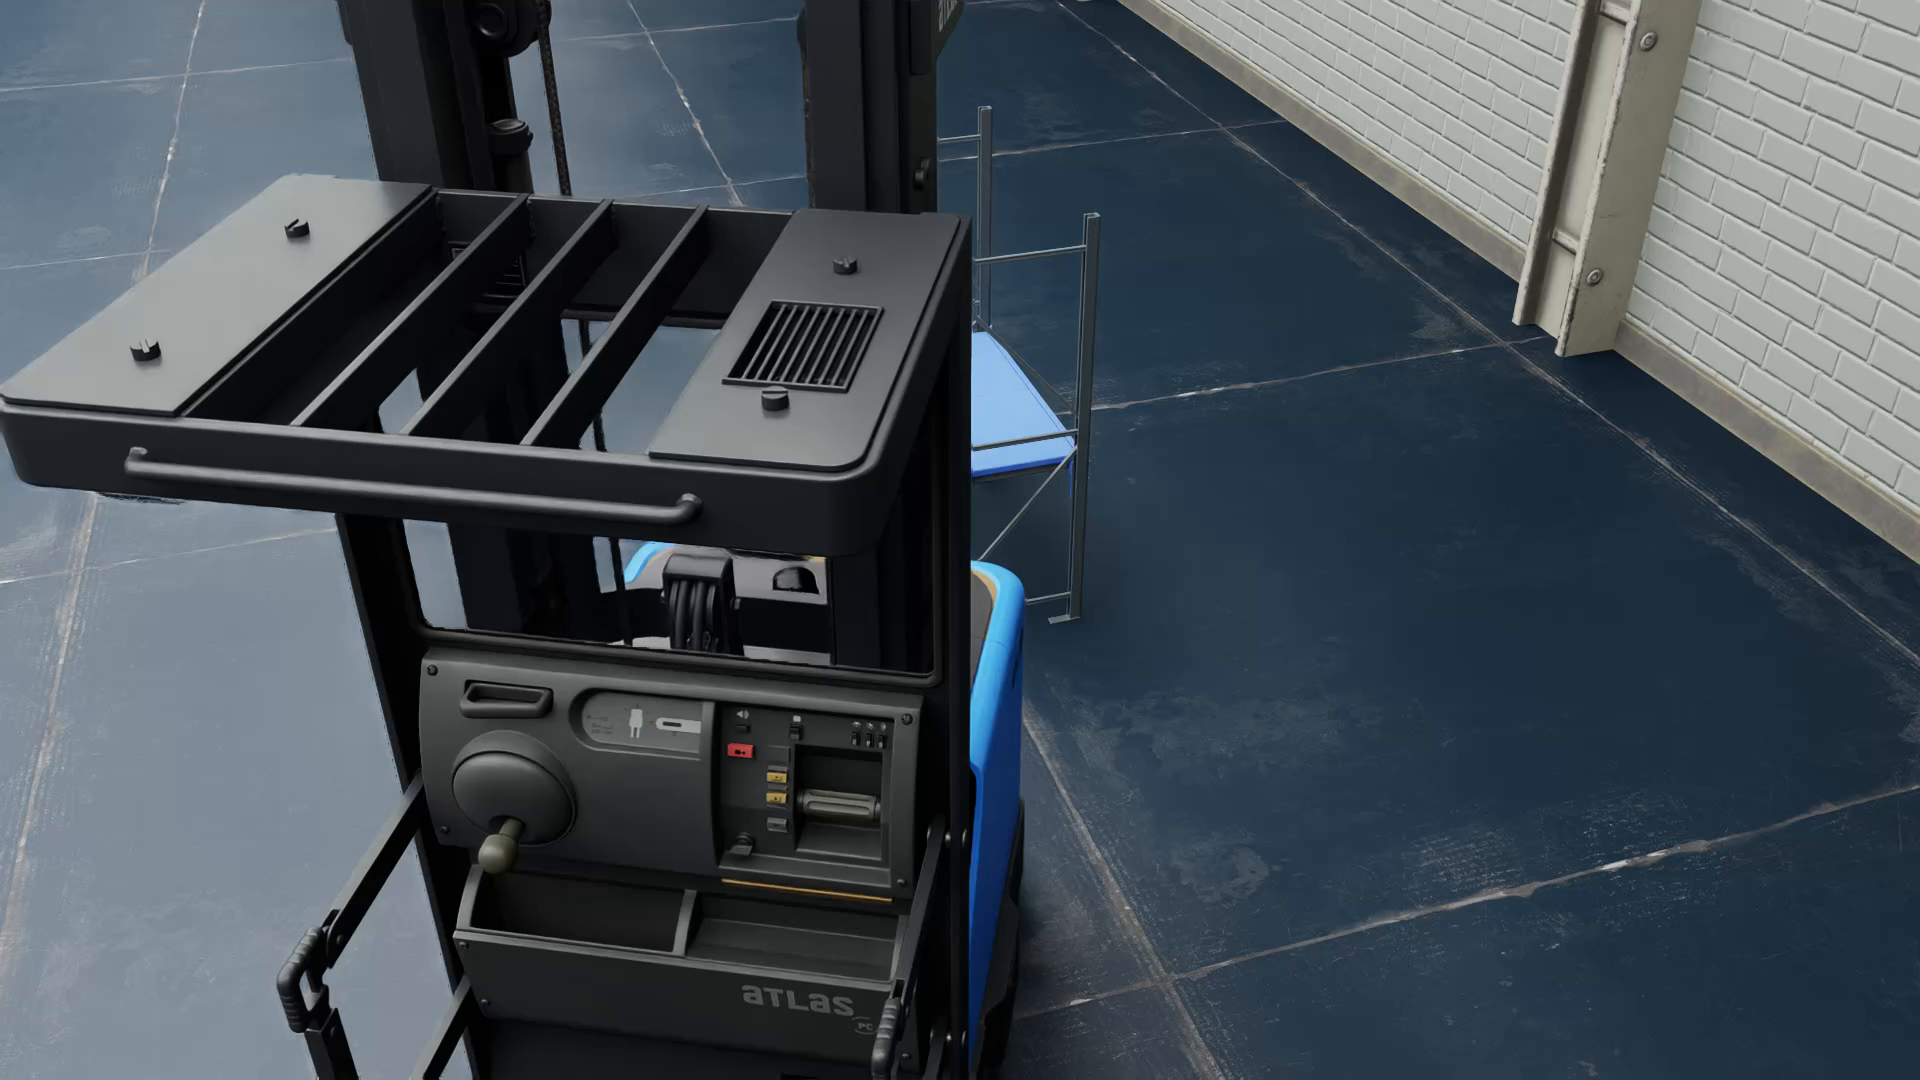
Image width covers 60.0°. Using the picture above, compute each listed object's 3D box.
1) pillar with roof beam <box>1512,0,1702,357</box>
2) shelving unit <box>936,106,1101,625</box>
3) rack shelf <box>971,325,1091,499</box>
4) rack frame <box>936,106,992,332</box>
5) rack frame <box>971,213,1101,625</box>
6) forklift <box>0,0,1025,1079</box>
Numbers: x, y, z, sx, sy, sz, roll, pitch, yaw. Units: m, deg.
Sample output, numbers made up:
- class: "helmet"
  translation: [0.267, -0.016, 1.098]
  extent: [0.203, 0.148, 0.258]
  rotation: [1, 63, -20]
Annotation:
- class: "pillar with roof beam"
  translation: [-1.303, -3.984, 4.116]
  extent: [9.100, 9.000, 0.400]
  rotation: [-10, 35, -15]
- class: "shelving unit"
  translation: [0.026, -0.581, 5.769]
  extent: [0.538, 1.500, 1.048]
  rotation: [-10, 35, -15]
- class: "rack shelf"
  translation: [0.026, -0.431, 5.868]
  extent: [0.538, 0.185, 1.000]
  rotation: [-10, 35, -15]
- class: "rack frame"
  translation: [-0.129, -0.848, 6.173]
  extent: [0.500, 1.500, 0.032]
  rotation: [-10, 35, -15]
- class: "rack frame"
  translation: [0.181, -0.314, 5.365]
  extent: [0.500, 1.500, 0.032]
  rotation: [-10, 35, -15]
- class: "forklift"
  translation: [-0.564, 0.493, 2.845]
  extent: [1.130, 2.935, 3.031]
  rotation: [5, 34, 8]
